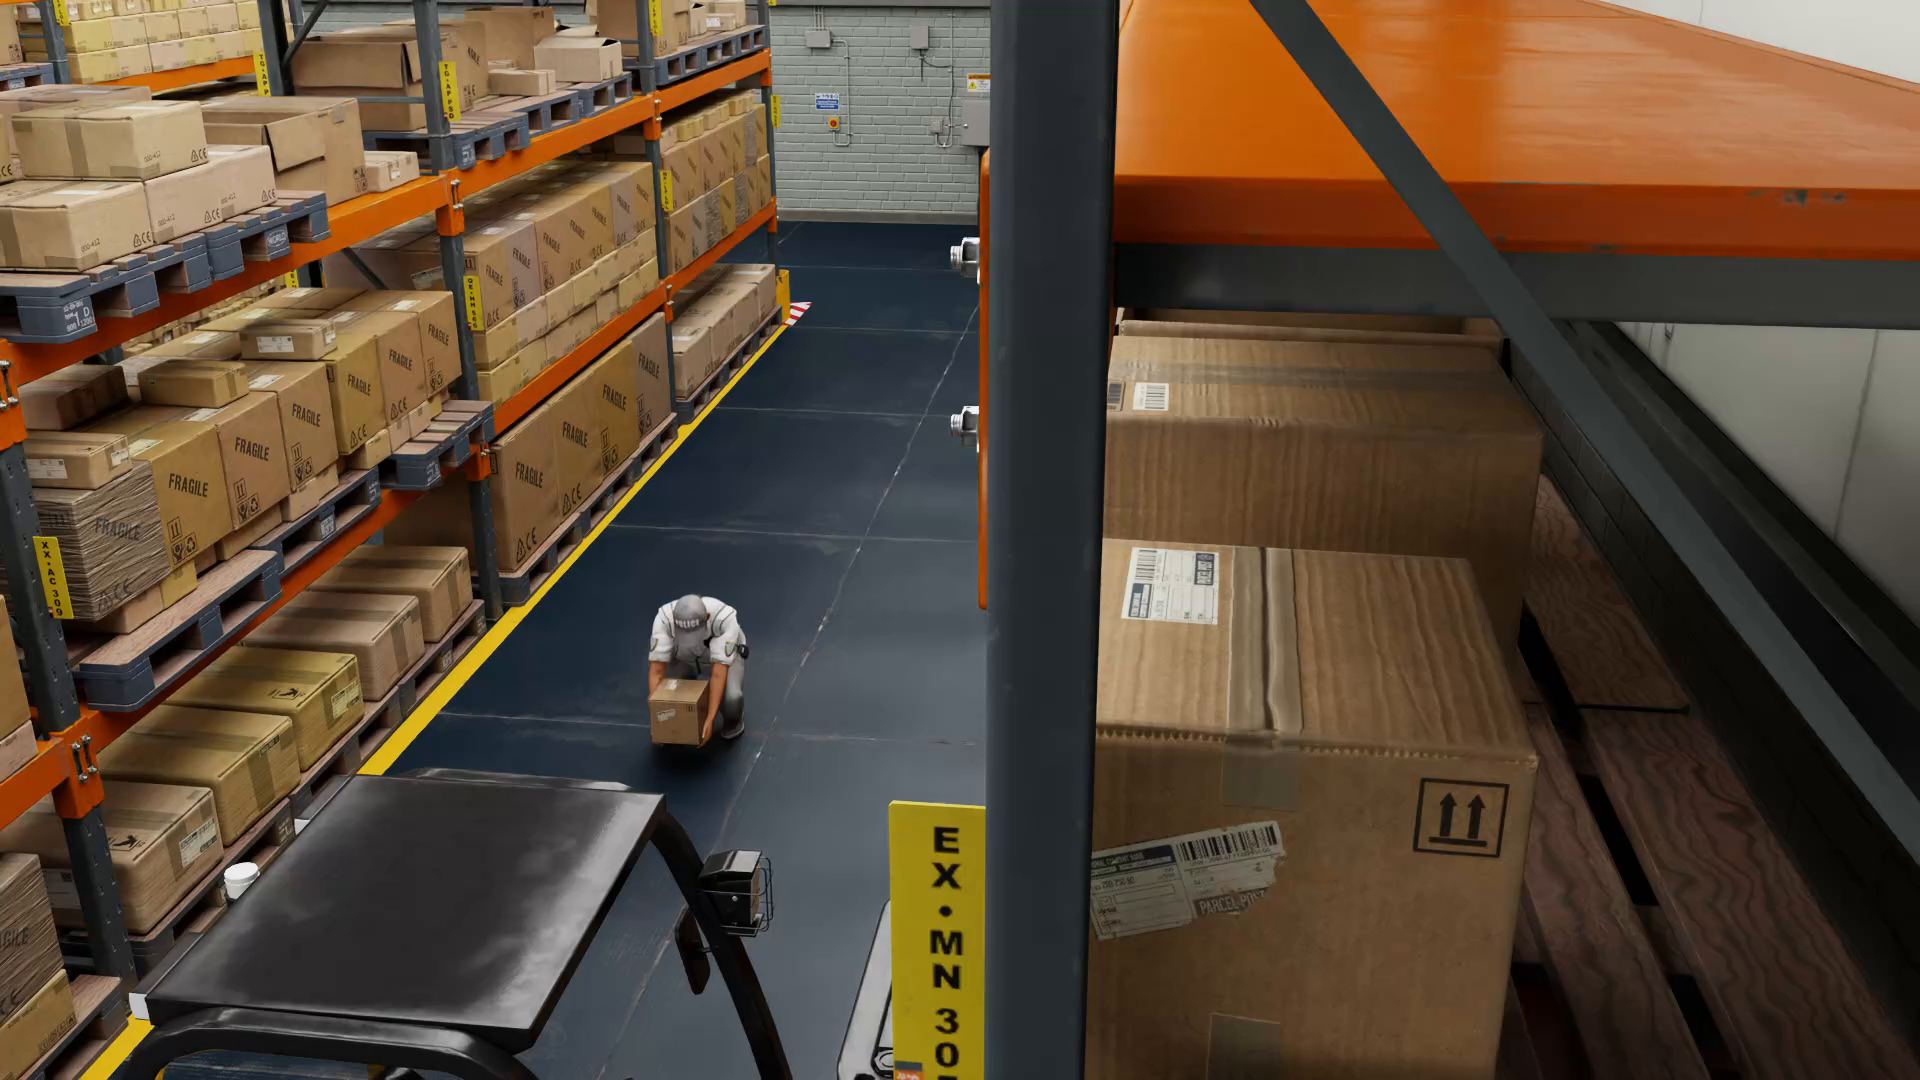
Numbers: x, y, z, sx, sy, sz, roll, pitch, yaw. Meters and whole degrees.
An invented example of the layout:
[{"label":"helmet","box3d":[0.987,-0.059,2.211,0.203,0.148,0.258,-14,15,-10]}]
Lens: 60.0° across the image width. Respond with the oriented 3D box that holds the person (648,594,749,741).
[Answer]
[{"label":"person","box3d":[-1.410,0.640,8.944,0.510,0.952,0.869,2,21,5]}]
